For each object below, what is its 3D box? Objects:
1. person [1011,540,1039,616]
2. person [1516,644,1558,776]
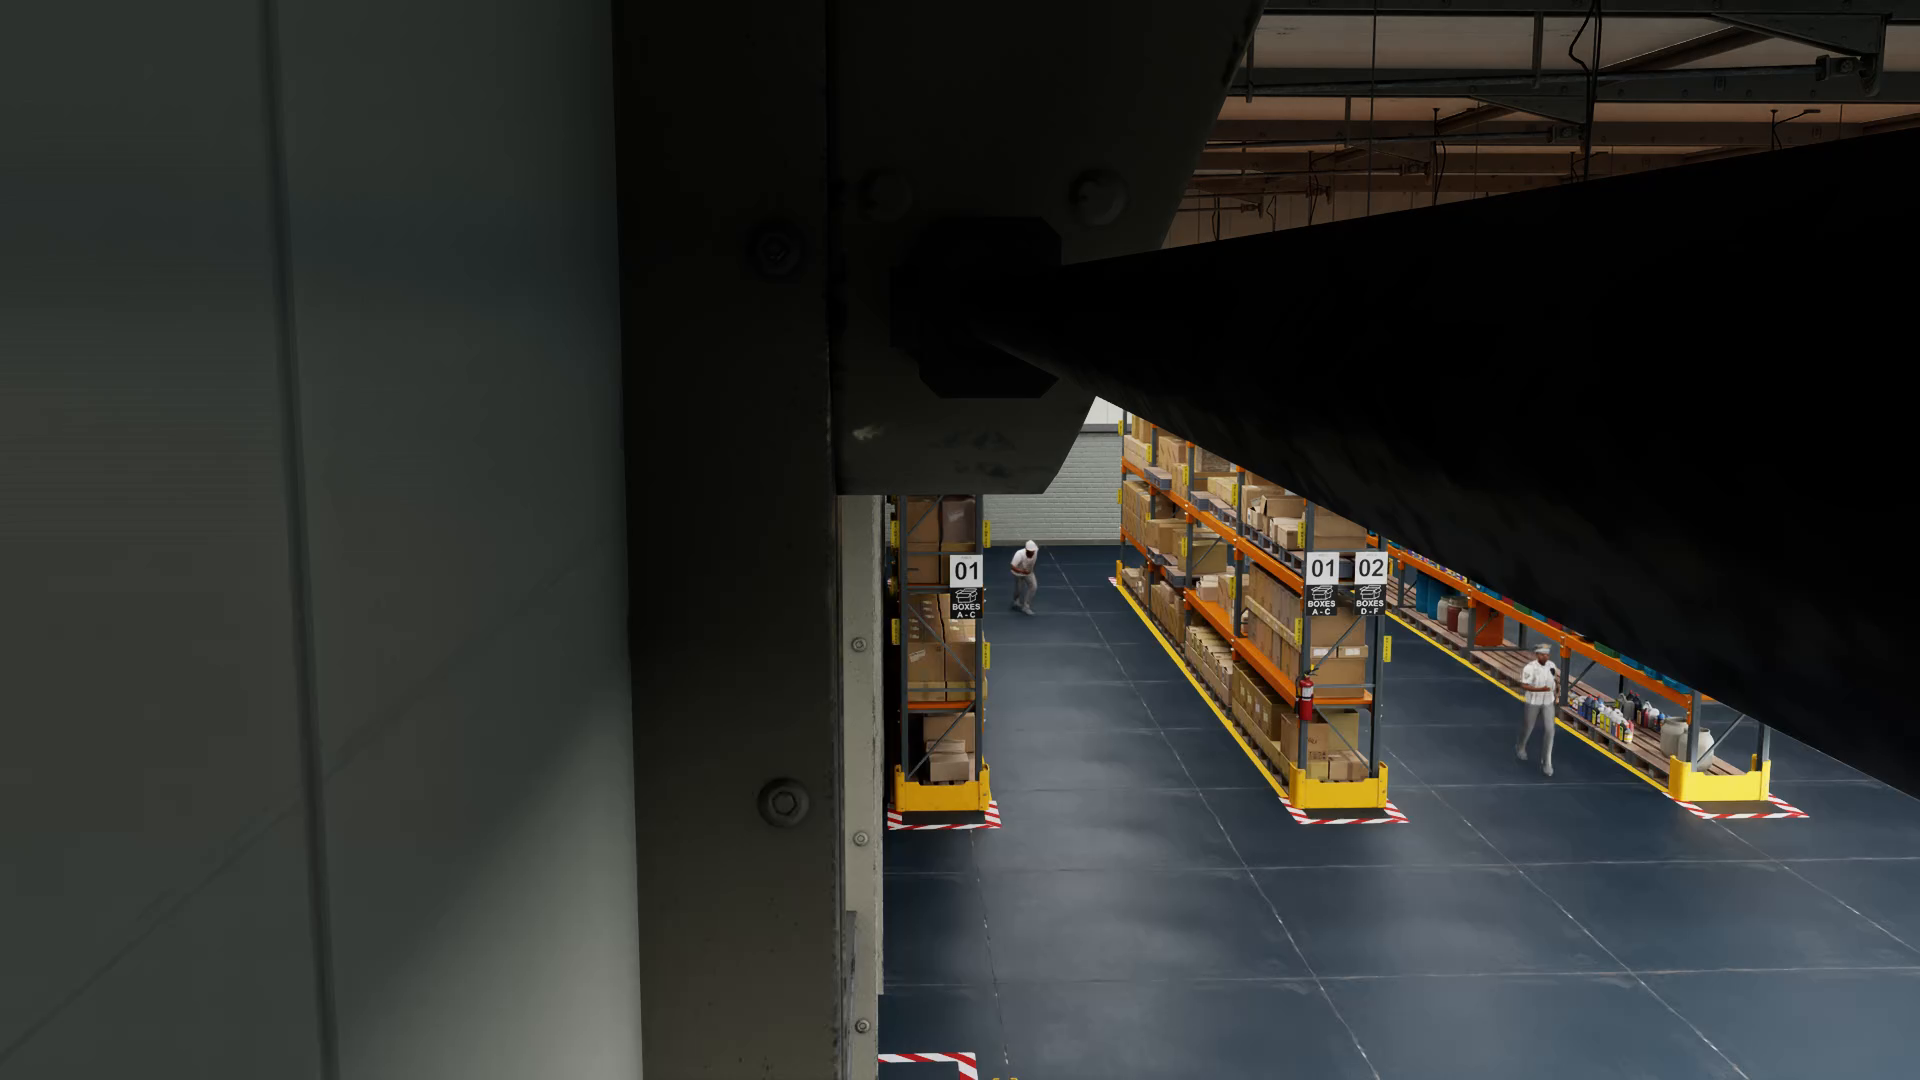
[{"bbox_3d":[1.242,0.706,33.190,0.701,1.538,1.193,-4,9,-24],"label":"person"},{"bbox_3d":[7.757,2.213,22.300,0.568,1.740,0.860,-1,8,-4],"label":"person"}]
